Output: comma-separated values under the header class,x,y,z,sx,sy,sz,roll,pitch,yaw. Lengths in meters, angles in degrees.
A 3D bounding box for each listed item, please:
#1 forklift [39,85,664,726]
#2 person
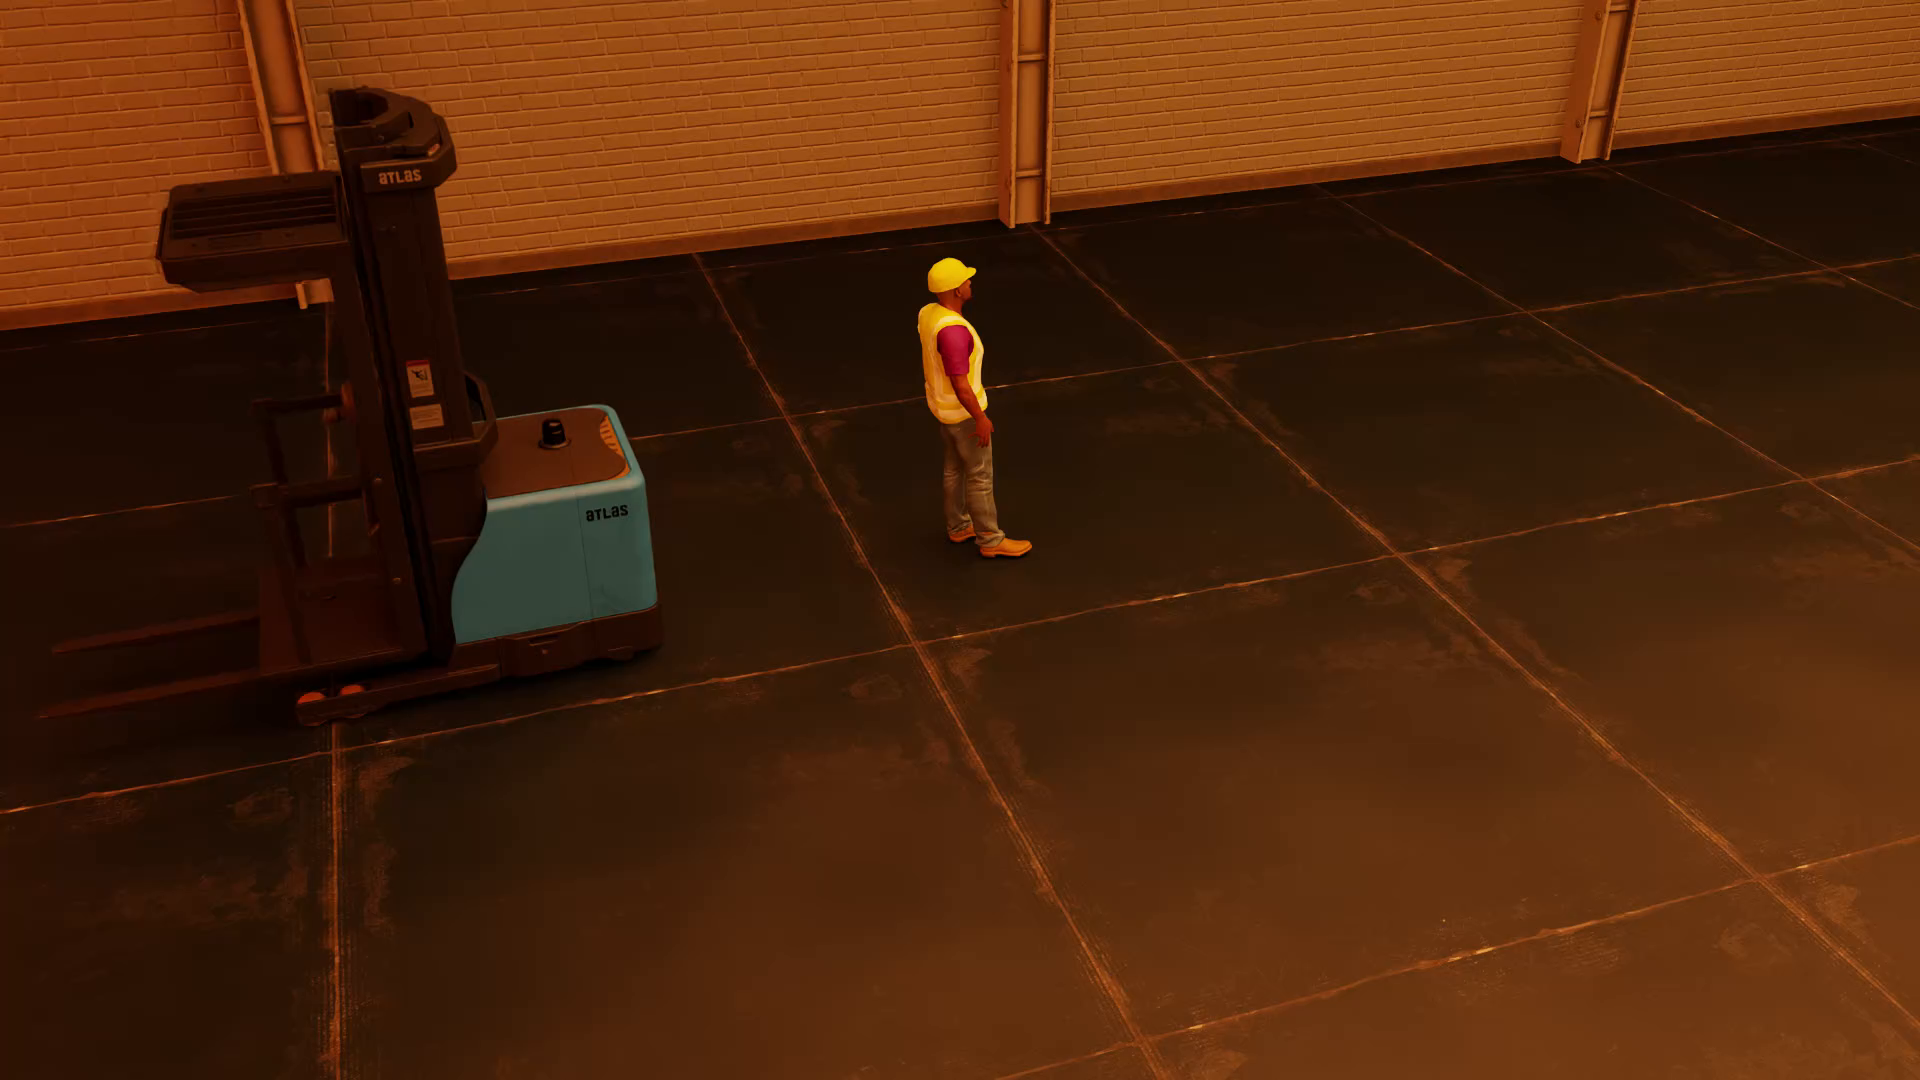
class,x,y,z,sx,sy,sz,roll,pitch,yaw
forklift,-3.168,-0.629,8.181,3.031,2.935,1.130,-10,31,-17
person,0.068,-0.780,9.597,0.575,1.768,0.666,-10,31,-16
